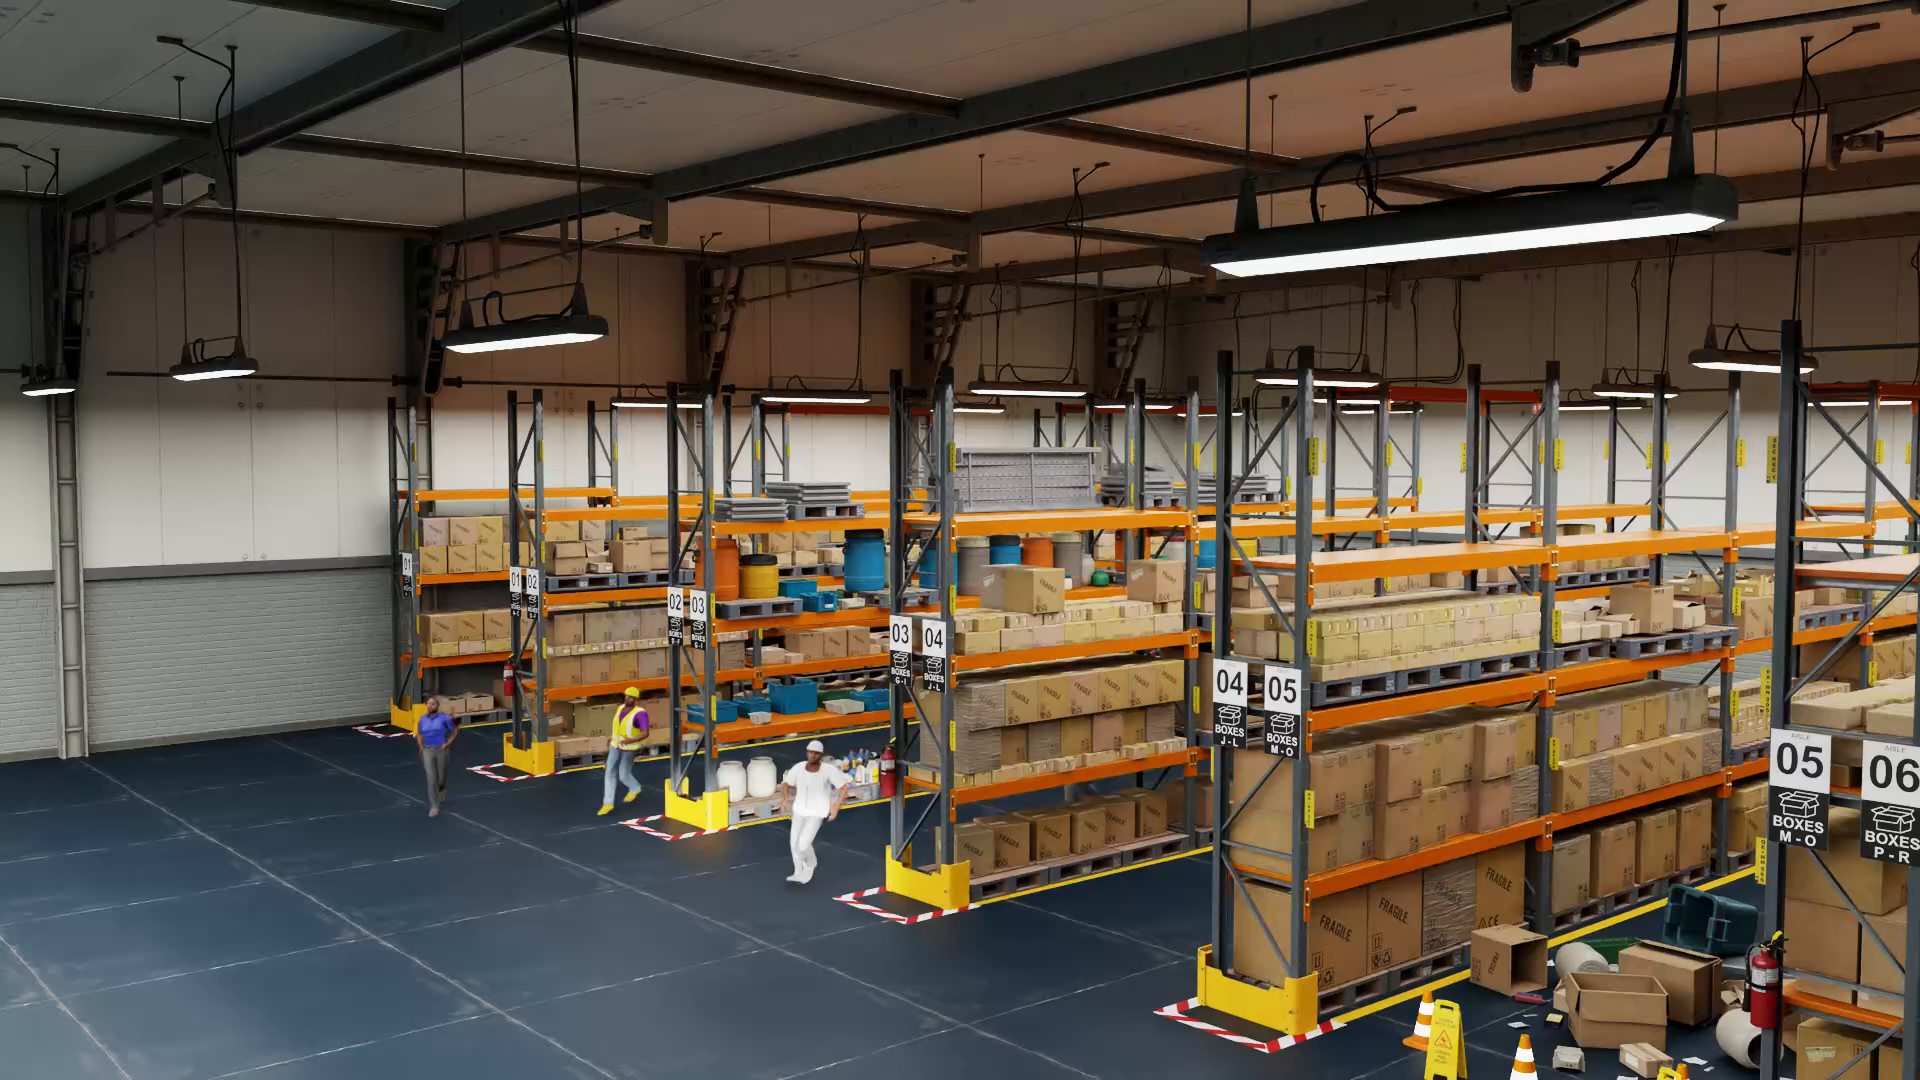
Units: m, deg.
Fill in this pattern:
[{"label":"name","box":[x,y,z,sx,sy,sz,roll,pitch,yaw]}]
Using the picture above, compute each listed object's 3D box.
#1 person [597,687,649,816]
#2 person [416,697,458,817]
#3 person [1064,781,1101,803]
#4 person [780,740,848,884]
[{"label":"person","box":[-4.691,2.930,23.301,0.744,1.750,0.871,2,4,26]},{"label":"person","box":[-7.328,3.004,23.273,0.576,1.644,0.673,0,3,-7]},{"label":"person","box":[1.641,2.984,22.712,0.835,1.699,0.591,-3,5,-43]},{"label":"person","box":[-1.748,3.172,19.313,0.765,1.703,0.557,1,4,22]}]
